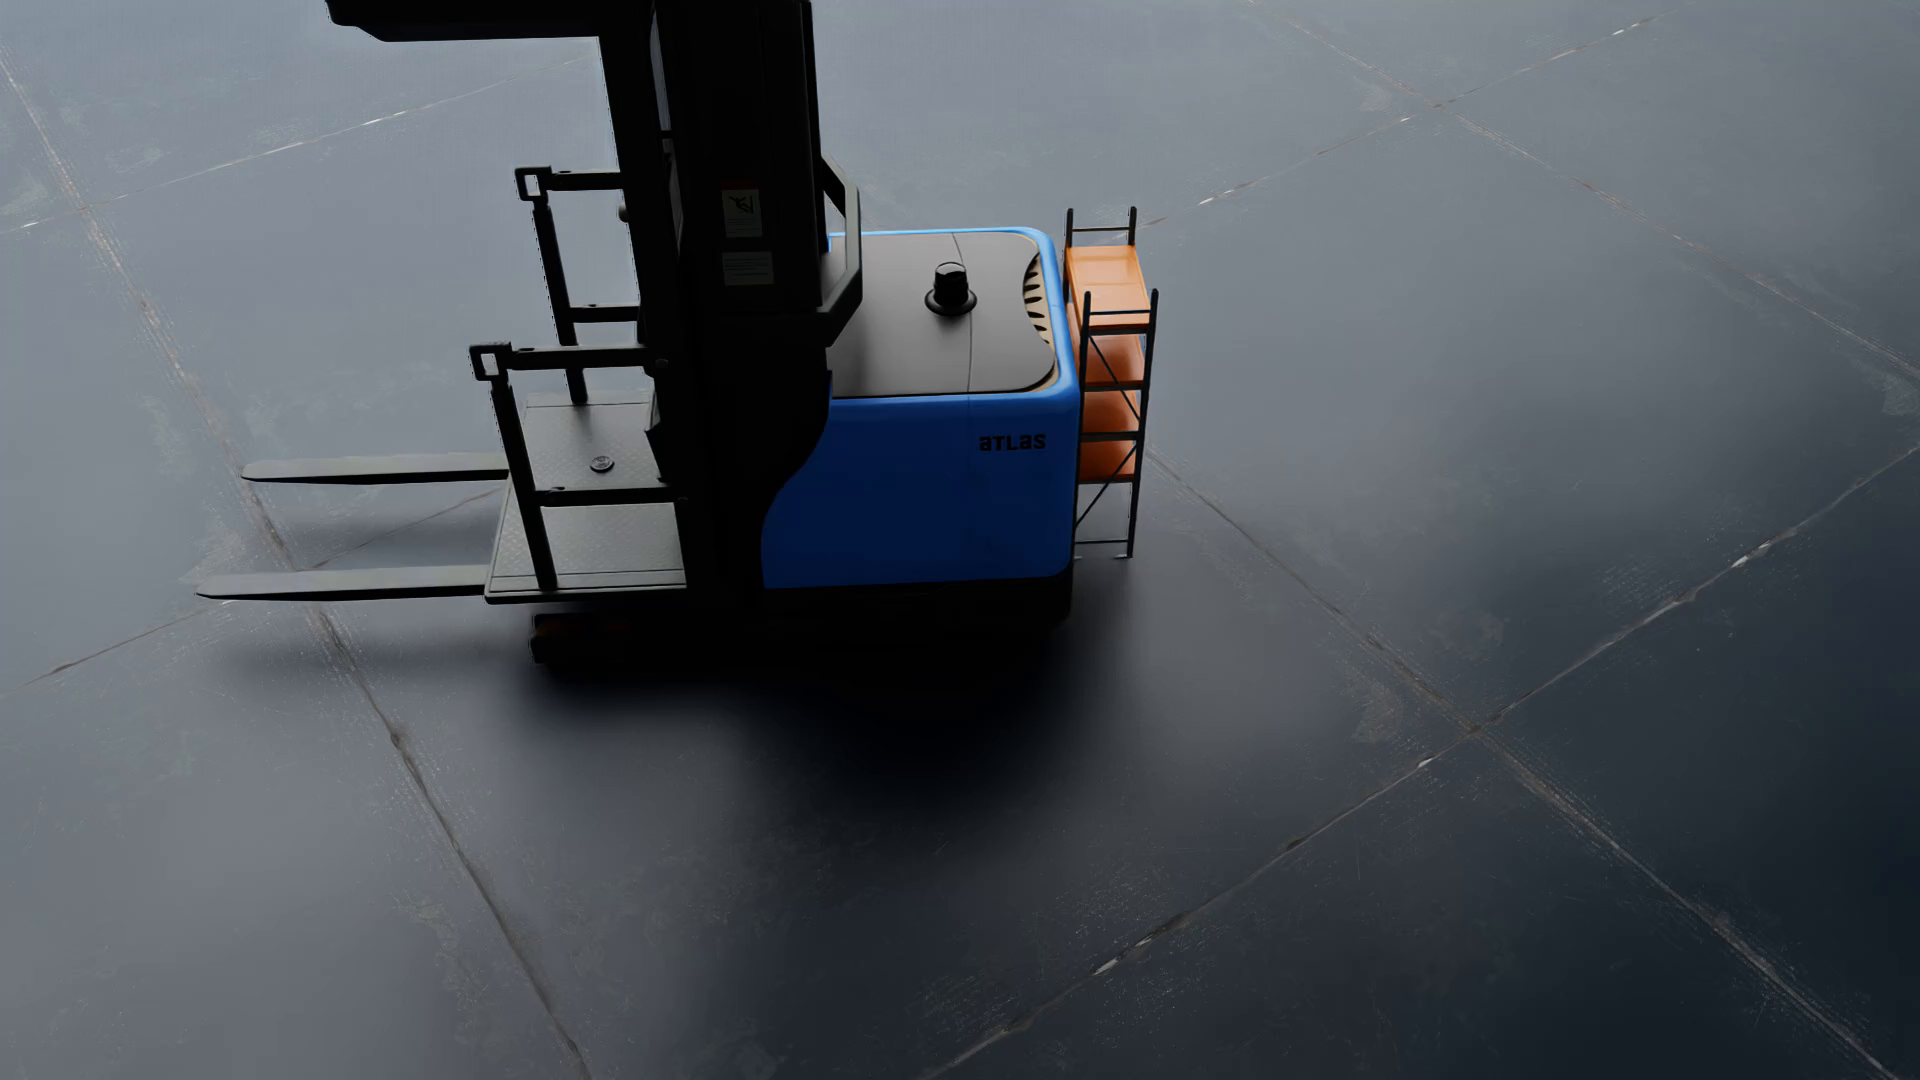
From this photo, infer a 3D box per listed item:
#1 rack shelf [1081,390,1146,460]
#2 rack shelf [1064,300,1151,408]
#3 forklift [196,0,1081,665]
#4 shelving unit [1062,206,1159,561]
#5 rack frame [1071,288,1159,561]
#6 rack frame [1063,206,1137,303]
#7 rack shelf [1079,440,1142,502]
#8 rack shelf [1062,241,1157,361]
[{"bbox_3d":[0.504,-0.487,5.989,0.258,0.148,0.480,-3,44,-3],"label":"rack shelf"},{"bbox_3d":[0.504,-0.649,5.834,0.258,0.148,0.480,-3,44,-3],"label":"rack shelf"},{"bbox_3d":[-1.144,-1.004,5.179,3.031,2.935,1.130,-2,44,-2],"label":"forklift"},{"bbox_3d":[0.504,-0.536,5.942,0.258,1.200,0.503,-3,44,-3],"label":"shelving unit"},{"bbox_3d":[0.520,-0.368,5.766,0.240,1.200,0.015,-3,44,-3],"label":"rack frame"},{"bbox_3d":[0.488,-0.704,6.118,0.240,1.200,0.015,-3,44,-3],"label":"rack frame"},{"bbox_3d":[0.504,-0.343,6.126,0.258,0.148,0.480,-3,44,-3],"label":"rack shelf"},{"bbox_3d":[0.504,-0.820,5.671,0.258,0.148,0.480,-3,44,-3],"label":"rack shelf"}]
